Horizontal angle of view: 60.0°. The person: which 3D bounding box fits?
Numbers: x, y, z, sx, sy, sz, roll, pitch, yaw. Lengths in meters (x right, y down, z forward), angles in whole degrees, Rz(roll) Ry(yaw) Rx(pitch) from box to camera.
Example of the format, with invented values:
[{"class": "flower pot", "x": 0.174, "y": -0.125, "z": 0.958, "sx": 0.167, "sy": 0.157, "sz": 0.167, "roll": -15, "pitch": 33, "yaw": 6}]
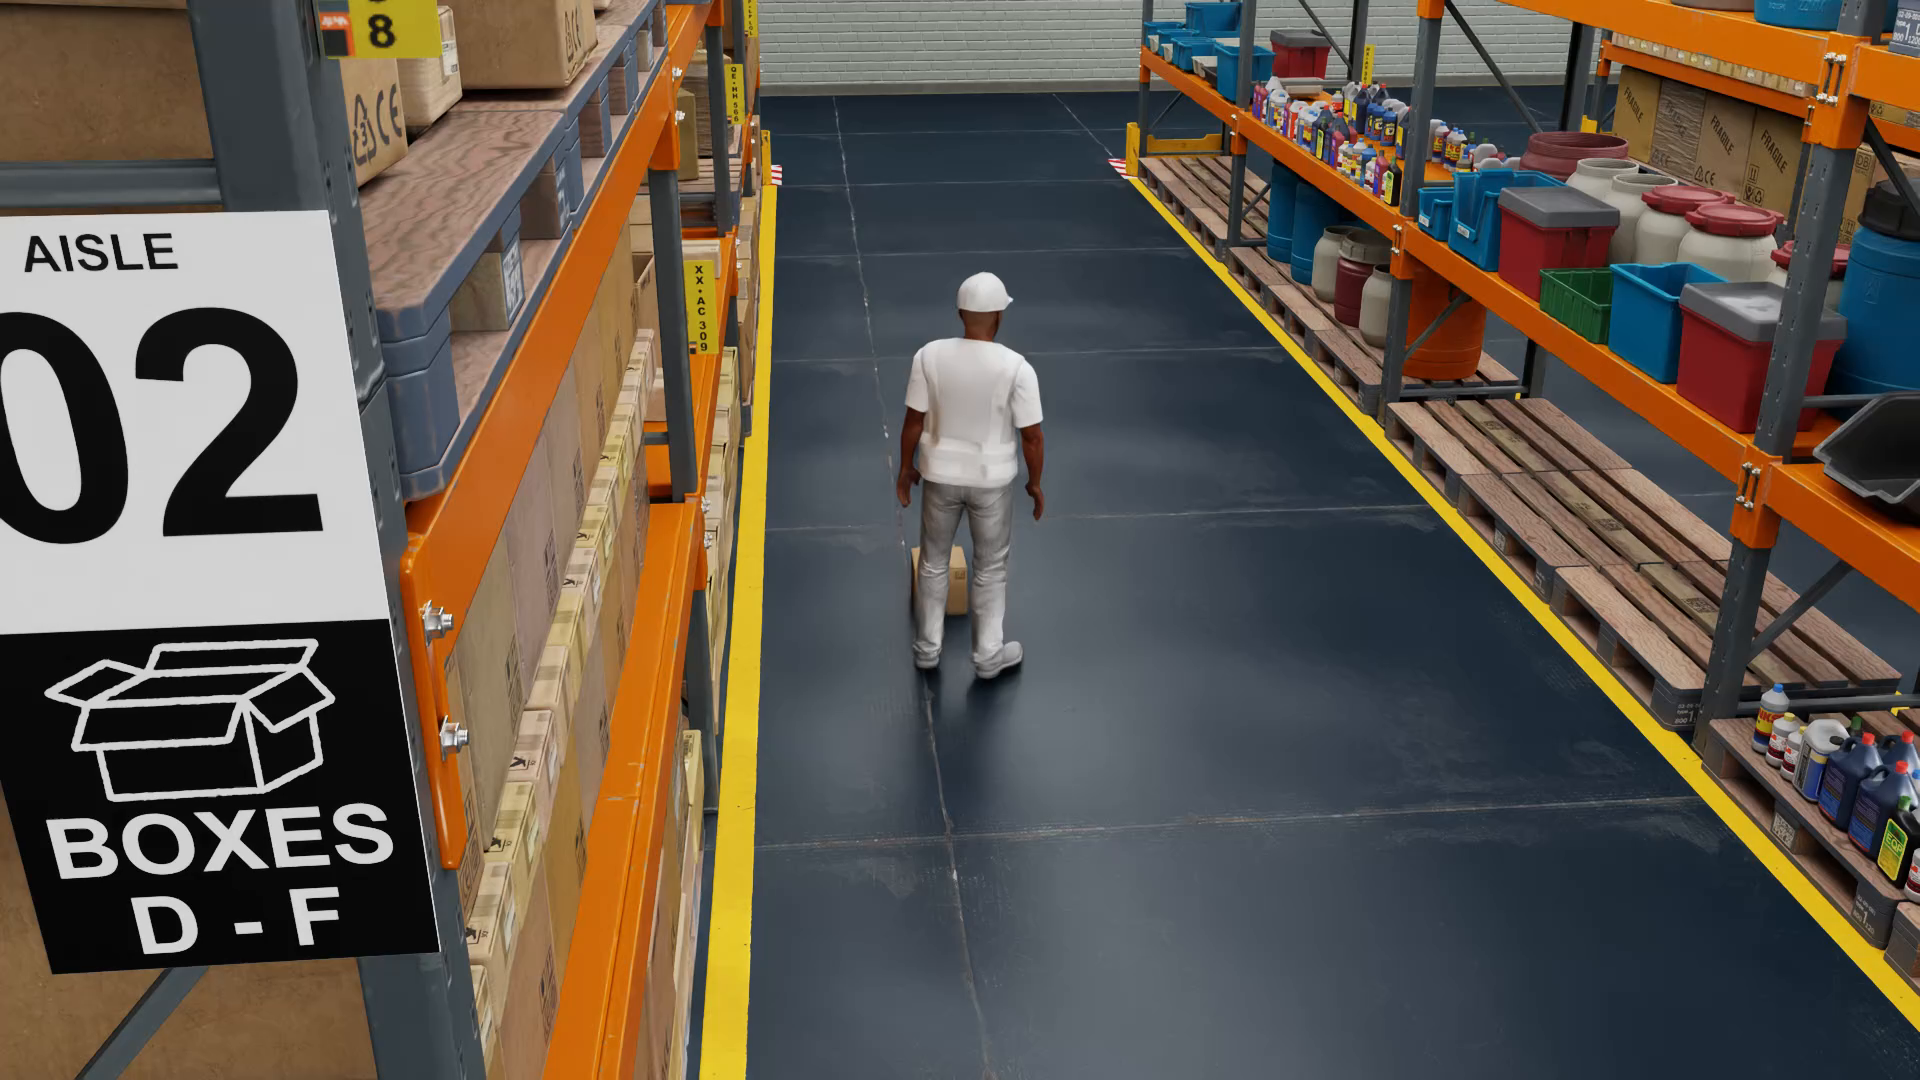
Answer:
[{"class": "person", "x": 0.045, "y": -0.271, "z": 7.120, "sx": 0.642, "sy": 1.768, "sz": 0.379, "roll": 4, "pitch": 24, "yaw": 9}]
